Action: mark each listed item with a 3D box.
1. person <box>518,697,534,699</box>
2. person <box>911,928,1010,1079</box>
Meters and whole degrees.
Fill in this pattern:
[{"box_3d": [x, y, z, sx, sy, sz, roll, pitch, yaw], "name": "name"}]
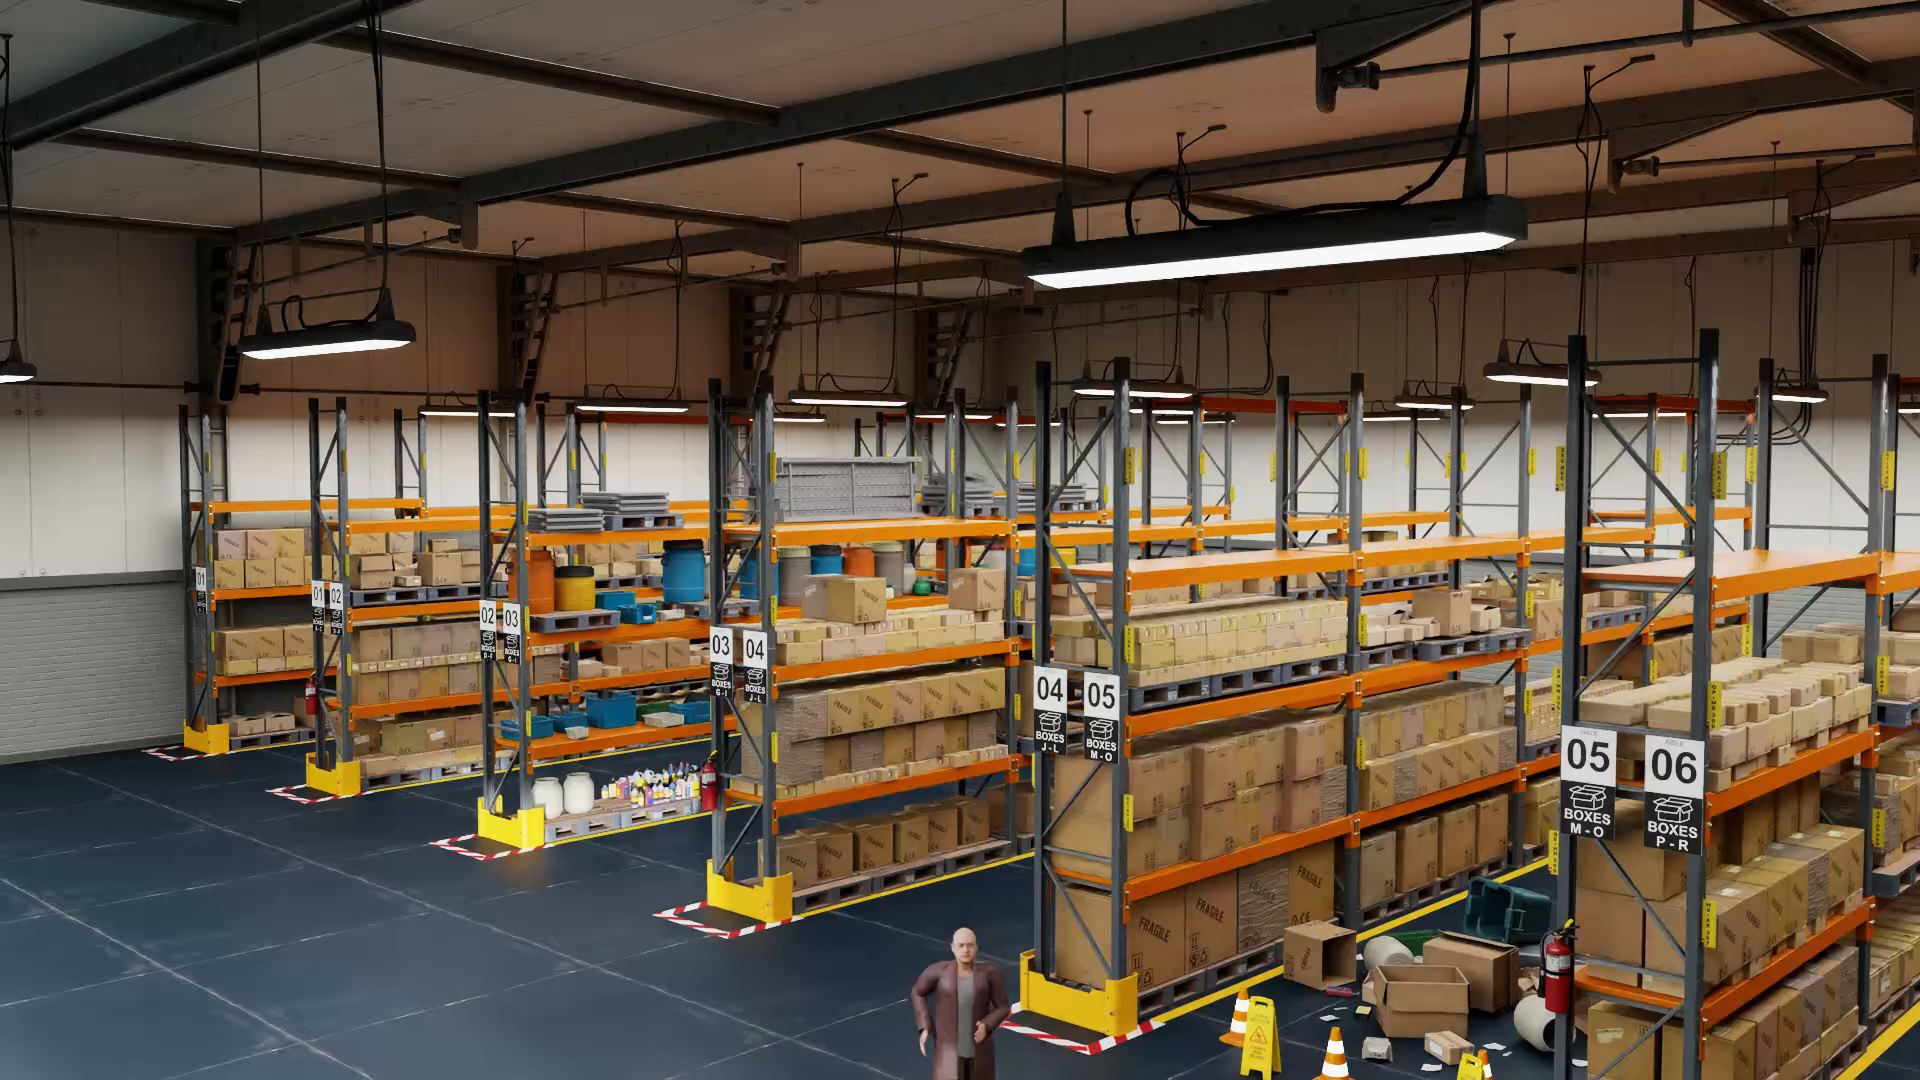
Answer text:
[{"box_3d": [-7.950, 2.679, 30.263, 0.727, 1.827, 0.968, 2, 3, 31], "name": "person"}, {"box_3d": [0.021, 3.659, 11.892, 0.692, 1.742, 0.656, 0, 3, -8], "name": "person"}]
